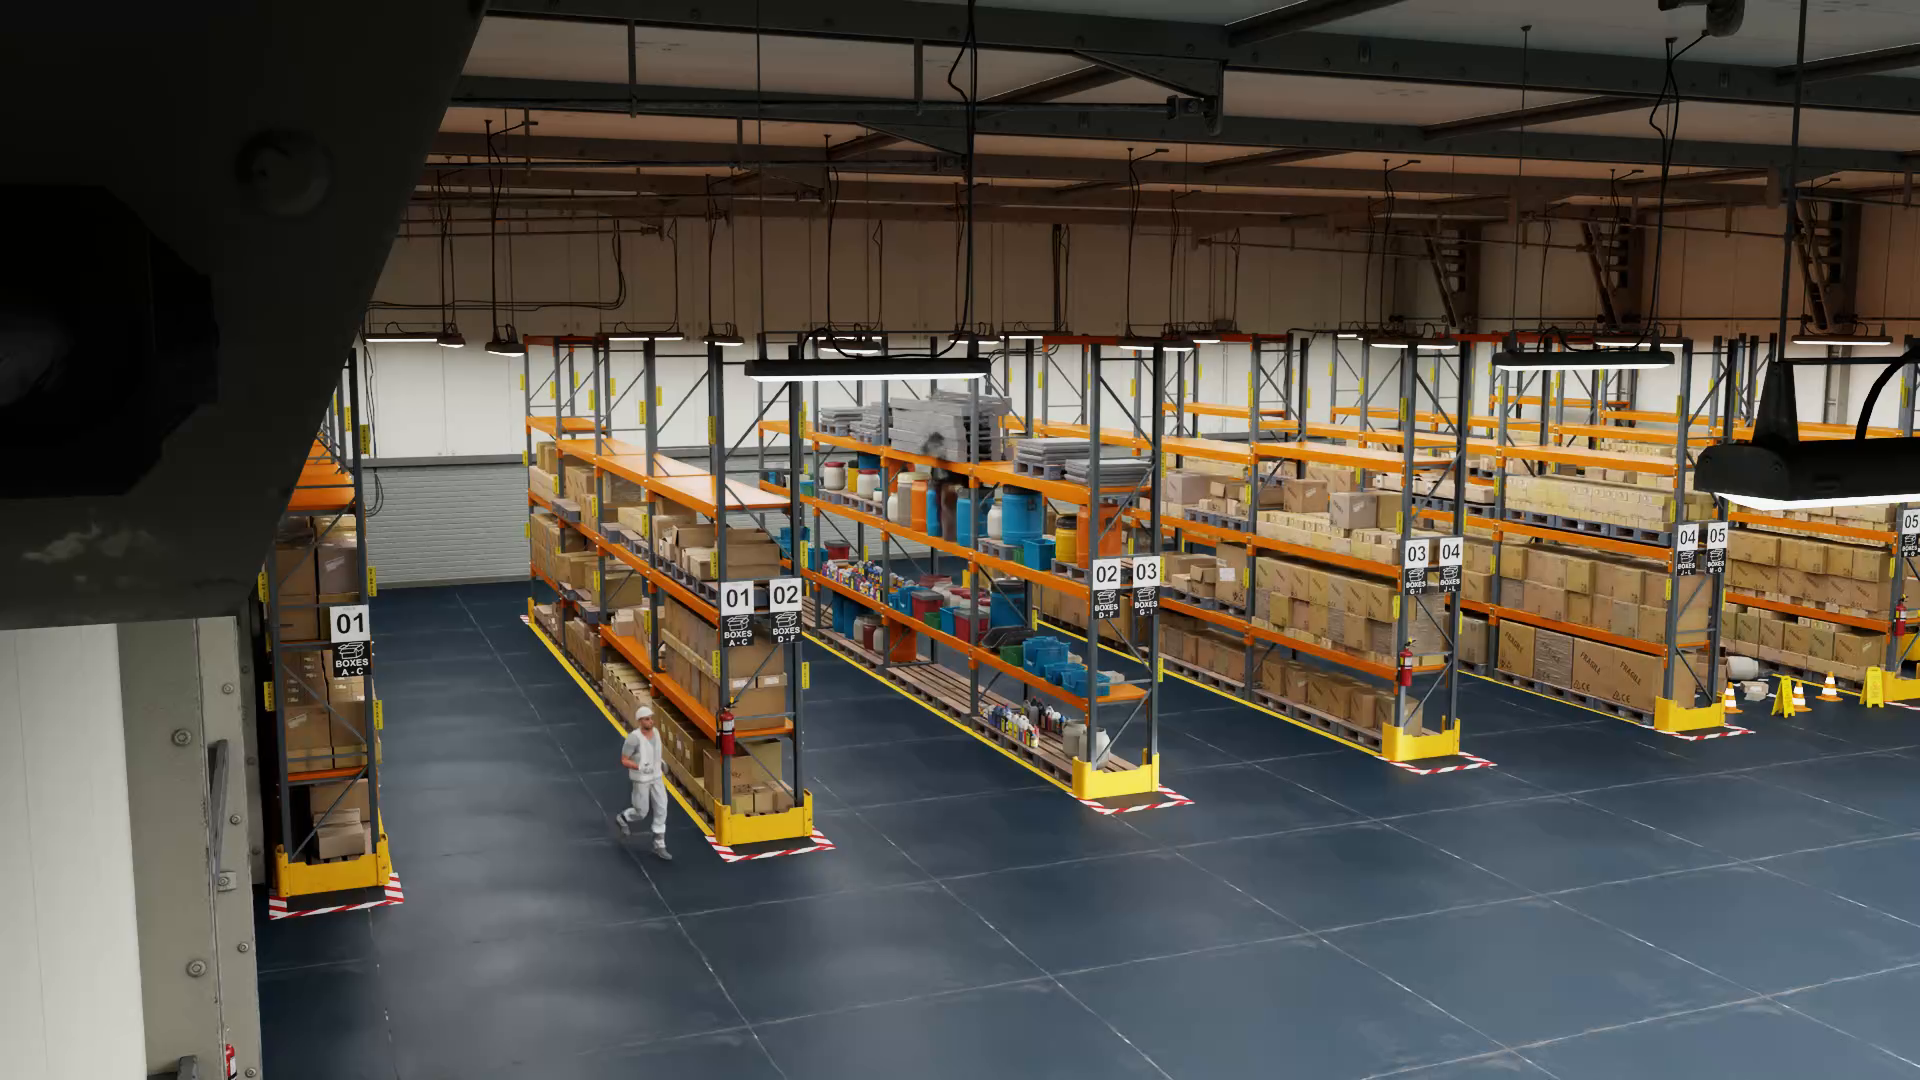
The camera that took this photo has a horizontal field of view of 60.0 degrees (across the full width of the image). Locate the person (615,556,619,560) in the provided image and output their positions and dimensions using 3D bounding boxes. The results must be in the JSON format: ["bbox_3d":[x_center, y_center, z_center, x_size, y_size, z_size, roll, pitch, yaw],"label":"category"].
[{"bbox_3d":[-7.364,0.715,35.892,0.817,1.759,0.756,1,8,9],"label":"person"}]

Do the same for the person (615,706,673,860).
[{"bbox_3d":[-3.745,2.847,19.740,0.937,1.796,0.660,7,10,41],"label":"person"}]

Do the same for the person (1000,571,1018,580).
[{"bbox_3d":[0.922,1.250,31.519,0.610,1.625,0.889,-3,8,-21],"label":"person"}]
